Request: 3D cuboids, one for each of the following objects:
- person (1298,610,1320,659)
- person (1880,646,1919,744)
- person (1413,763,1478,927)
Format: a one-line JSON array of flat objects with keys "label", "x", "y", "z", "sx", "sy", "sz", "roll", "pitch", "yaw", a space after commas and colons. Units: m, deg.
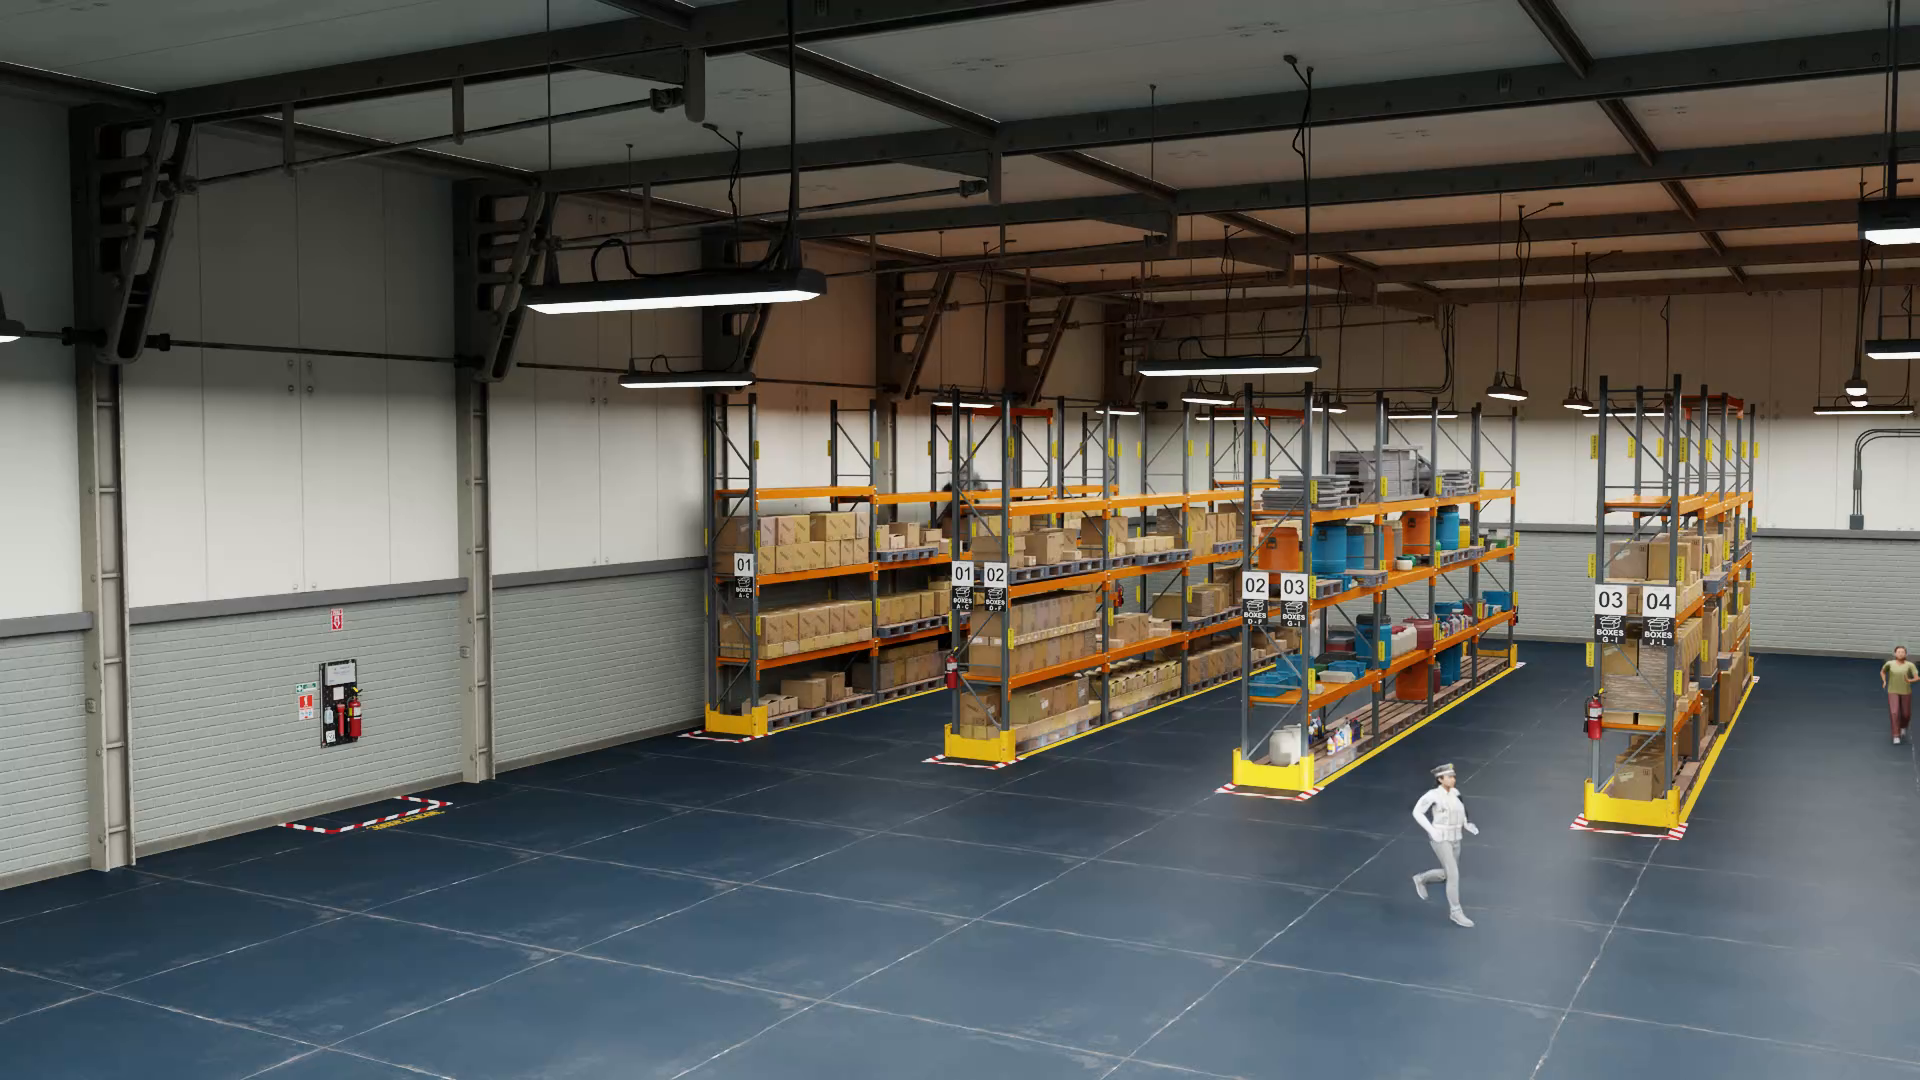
[{"label": "person", "x": 7.426, "y": 2.245, "z": 35.142, "sx": 0.552, "sy": 1.693, "sz": 0.920, "roll": 1, "pitch": 3, "yaw": 18}, {"label": "person", "x": 16.078, "y": 2.628, "z": 28.459, "sx": 0.586, "sy": 1.645, "sz": 0.914, "roll": 2, "pitch": 4, "yaw": 28}, {"label": "person", "x": 5.157, "y": 3.213, "z": 17.766, "sx": 0.618, "sy": 1.696, "sz": 0.820, "roll": -2, "pitch": 4, "yaw": -34}]
